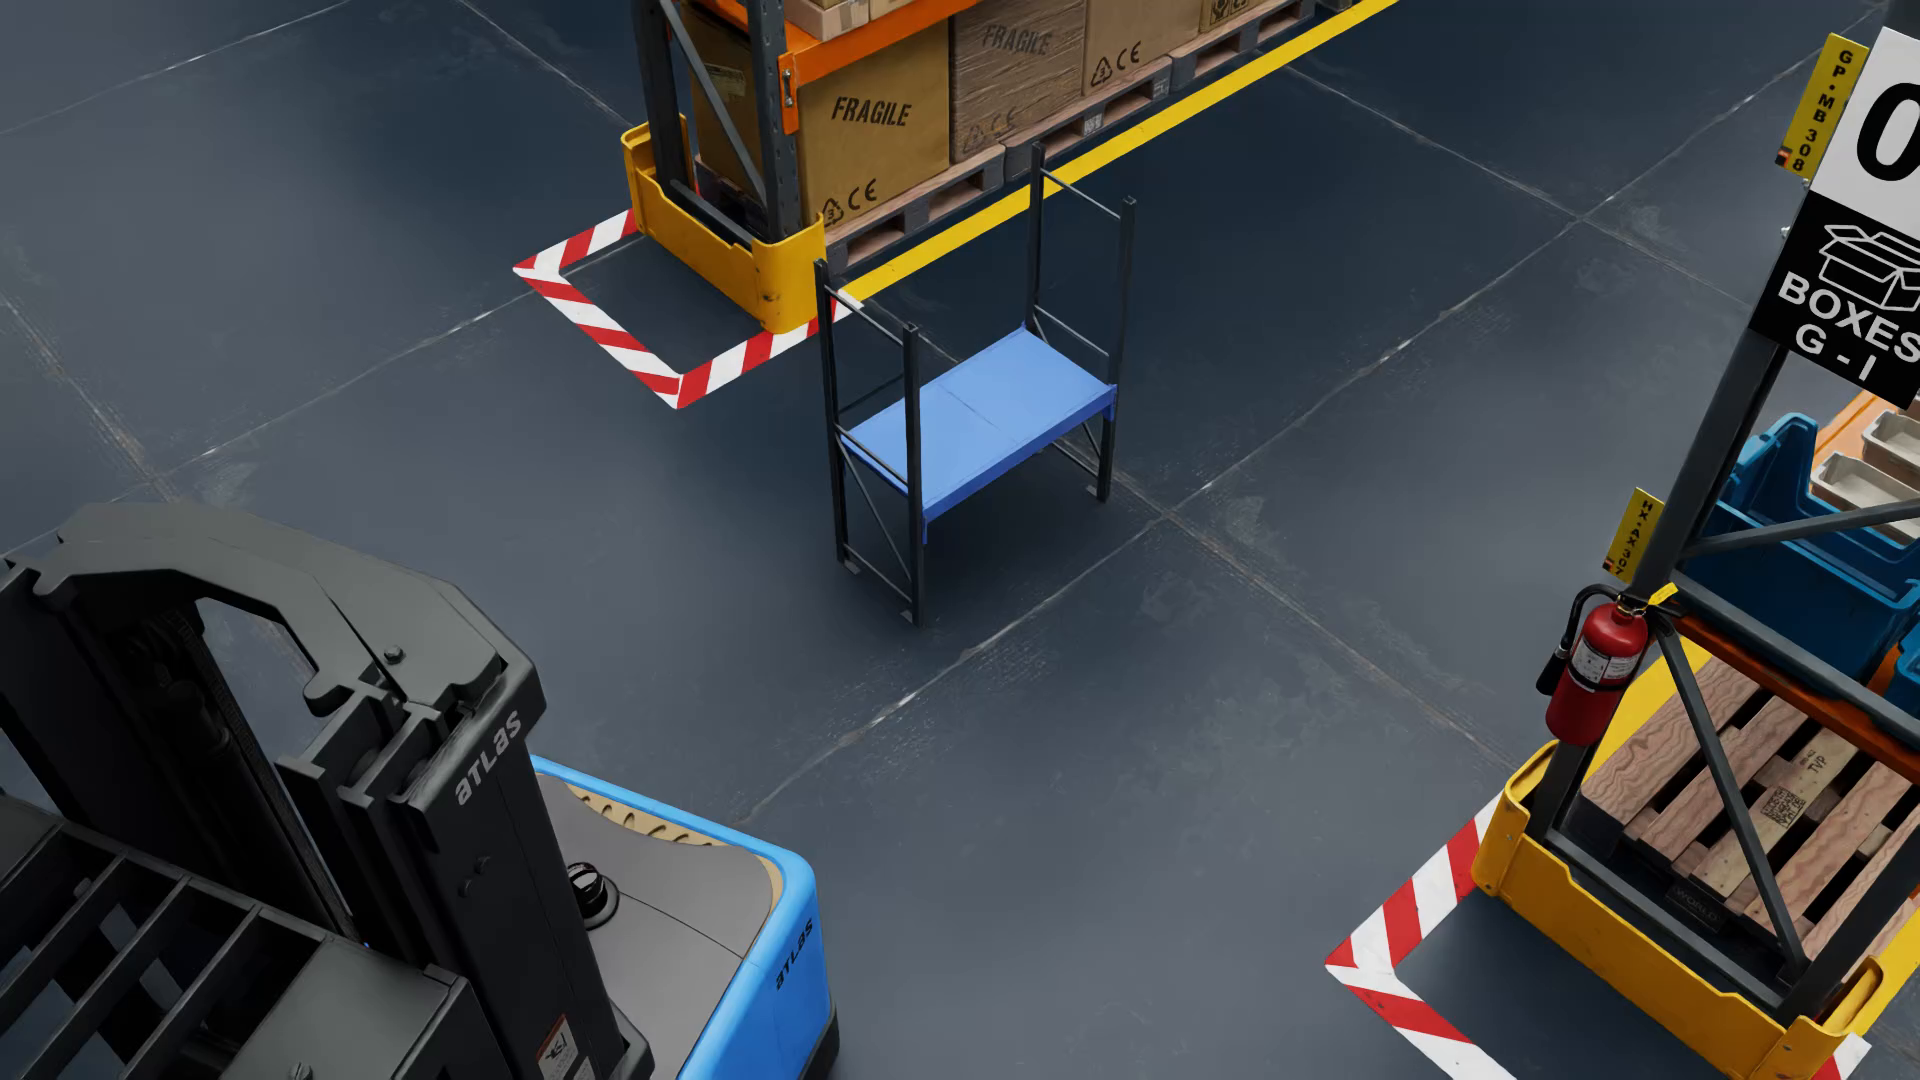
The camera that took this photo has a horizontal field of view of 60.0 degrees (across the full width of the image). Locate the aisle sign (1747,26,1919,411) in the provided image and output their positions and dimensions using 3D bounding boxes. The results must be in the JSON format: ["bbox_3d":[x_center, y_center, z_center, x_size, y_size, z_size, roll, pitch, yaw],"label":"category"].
[{"bbox_3d":[1.999,-0.665,3.553,0.004,0.787,0.394,-34,56,-27],"label":"aisle sign"}]

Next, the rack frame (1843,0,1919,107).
[{"bbox_3d":[2.250,-1.694,2.190,0.127,3.000,1.000,-34,56,-27],"label":"rack frame"}]

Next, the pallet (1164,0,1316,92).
[{"bbox_3d":[1.262,-3.051,9.422,1.213,0.211,1.003,-34,56,-27],"label":"pallet"}]

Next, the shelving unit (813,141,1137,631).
[{"bbox_3d":[0.063,-0.551,6.238,1.048,1.500,0.538,-34,56,-27],"label":"shelving unit"}]

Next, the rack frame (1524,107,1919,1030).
[{"bbox_3d":[2.250,0.341,4.395,0.127,3.000,1.000,-34,56,-27],"label":"rack frame"}]

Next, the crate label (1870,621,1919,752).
[{"bbox_3d":[2.654,0.434,4.382,0.303,0.233,0.416,-34,56,-27],"label":"crate label"}]

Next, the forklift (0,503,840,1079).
[{"bbox_3d":[-1.417,1.463,3.406,1.130,2.935,3.031,17,50,15],"label":"forklift"}]

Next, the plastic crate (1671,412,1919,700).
[{"bbox_3d":[2.372,0.041,4.606,0.499,0.435,0.616,-34,56,-27],"label":"plastic crate"}]

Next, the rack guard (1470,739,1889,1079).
[{"bbox_3d":[2.241,1.207,5.296,0.348,0.500,1.175,-34,56,-27],"label":"rack guard"}]

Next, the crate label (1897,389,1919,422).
[{"bbox_3d":[3.145,-0.378,5.197,0.243,0.136,0.396,-34,56,-27],"label":"crate label"}]

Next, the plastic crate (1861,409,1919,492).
[{"bbox_3d":[2.955,-0.227,5.057,0.243,0.136,0.396,-34,56,-27],"label":"plastic crate"}]

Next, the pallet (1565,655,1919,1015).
[{"bbox_3d":[2.886,0.900,5.776,1.213,0.211,1.003,-34,56,-27],"label":"pallet"}]

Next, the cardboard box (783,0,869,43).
[{"bbox_3d":[-0.598,-2.263,6.968,0.250,0.149,0.380,-33,55,-27],"label":"cardboard box"}]

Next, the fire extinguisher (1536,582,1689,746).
[{"bbox_3d":[1.832,0.321,4.719,0.183,0.674,0.296,-34,56,-27],"label":"fire extinguisher"}]

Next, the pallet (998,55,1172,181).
[{"bbox_3d":[0.359,-2.445,8.862,1.213,0.211,1.003,-34,56,-27],"label":"pallet"}]

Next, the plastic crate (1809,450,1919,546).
[{"bbox_3d":[2.731,-0.092,4.932,0.243,0.136,0.396,-34,56,-27],"label":"plastic crate"}]

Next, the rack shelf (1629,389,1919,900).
[{"bbox_3d":[3.729,-0.404,5.571,4.000,0.370,1.077,-34,56,-27],"label":"rack shelf"}]

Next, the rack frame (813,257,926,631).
[{"bbox_3d":[-0.313,-0.299,6.006,0.032,1.500,0.500,-34,56,-27],"label":"rack frame"}]

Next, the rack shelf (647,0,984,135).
[{"bbox_3d":[0.397,-3.097,8.057,4.000,0.370,1.077,-34,56,-27],"label":"rack shelf"}]

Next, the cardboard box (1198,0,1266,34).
[{"bbox_3d":[1.335,-3.469,9.070,0.875,0.875,0.875,-34,56,-27],"label":"cardboard box"}]

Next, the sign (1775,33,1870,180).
[{"bbox_3d":[1.868,-0.932,3.599,0.005,0.325,0.100,-34,56,-27],"label":"sign"}]

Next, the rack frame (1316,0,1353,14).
[{"bbox_3d":[1.877,-4.330,8.705,0.127,3.000,1.000,-34,56,-27],"label":"rack frame"}]

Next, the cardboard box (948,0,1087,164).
[{"bbox_3d":[0.011,-2.584,8.254,0.875,0.875,0.875,-34,56,-27],"label":"cardboard box"}]

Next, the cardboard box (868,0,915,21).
[{"bbox_3d":[-0.409,-2.391,7.086,0.250,0.149,0.380,-35,56,-28],"label":"cardboard box"}]

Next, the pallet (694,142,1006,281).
[{"bbox_3d":[-0.543,-1.845,8.309,1.213,0.211,1.003,-34,56,-27],"label":"pallet"}]

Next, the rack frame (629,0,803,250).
[{"bbox_3d":[-1.082,-2.353,6.880,0.127,3.000,1.000,-34,56,-27],"label":"rack frame"}]

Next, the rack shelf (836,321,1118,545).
[{"bbox_3d":[0.063,-0.429,6.370,1.000,0.185,0.538,-34,56,-27],"label":"rack shelf"}]

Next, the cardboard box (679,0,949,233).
[{"bbox_3d":[-0.663,-2.134,7.838,0.875,0.875,0.875,-34,56,-27],"label":"cardboard box"}]

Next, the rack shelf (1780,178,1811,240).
[{"bbox_3d":[3.729,-1.421,4.469,4.000,0.370,1.077,-34,56,-27],"label":"rack shelf"}]

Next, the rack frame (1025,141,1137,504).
[{"bbox_3d":[0.439,-0.802,6.470,0.032,1.500,0.500,-34,56,-27],"label":"rack frame"}]

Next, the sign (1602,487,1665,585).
[{"bbox_3d":[1.868,-0.006,4.603,0.005,0.325,0.100,-34,56,-27],"label":"sign"}]

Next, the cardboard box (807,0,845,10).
[{"bbox_3d":[-0.546,-2.493,6.909,0.500,0.250,0.500,-35,56,-28],"label":"cardboard box"}]

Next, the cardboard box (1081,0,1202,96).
[{"bbox_3d":[0.669,-3.024,8.660,0.875,0.875,0.875,-34,56,-27],"label":"cardboard box"}]

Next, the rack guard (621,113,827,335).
[{"bbox_3d":[-1.100,-1.493,7.787,0.348,0.500,1.175,-34,56,-27],"label":"rack guard"}]
